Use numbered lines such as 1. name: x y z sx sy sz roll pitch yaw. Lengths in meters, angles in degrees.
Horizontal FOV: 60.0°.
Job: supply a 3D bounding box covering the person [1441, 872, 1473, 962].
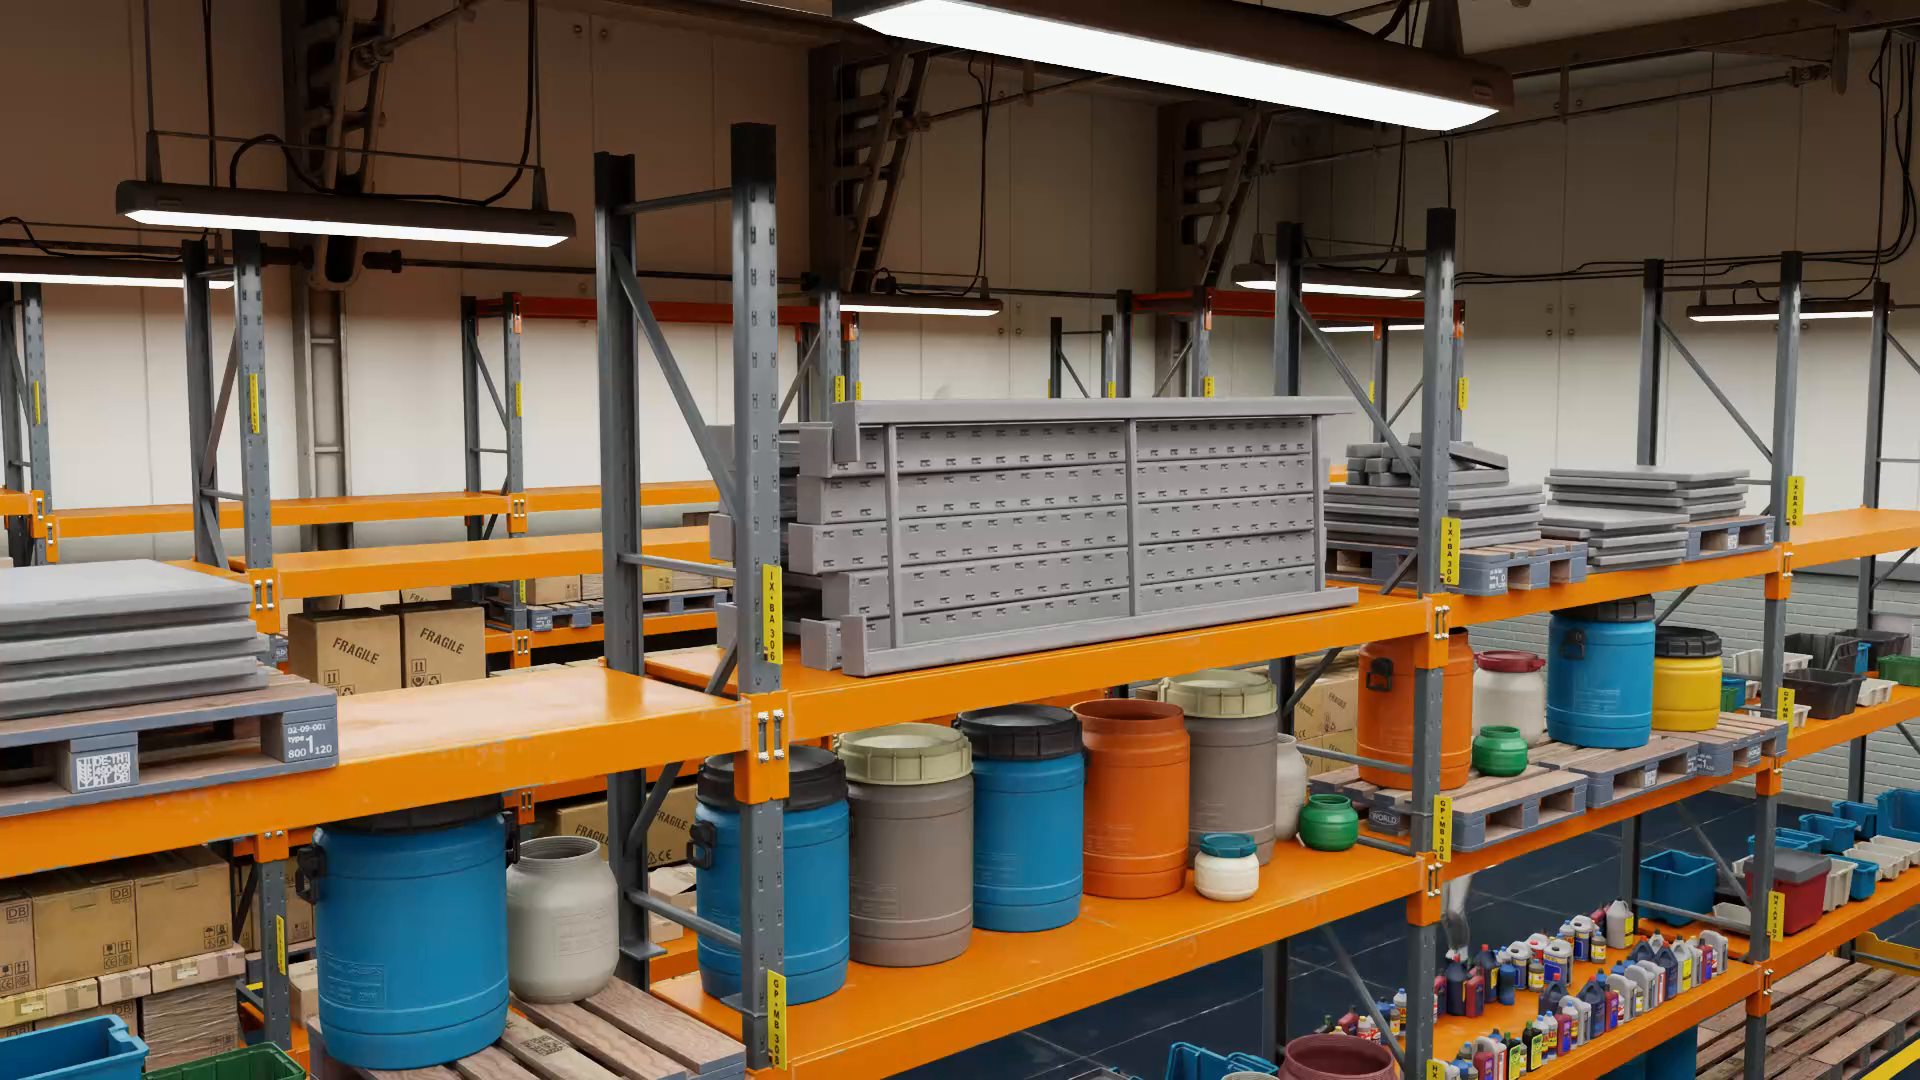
1. person: 4.362 2.949 14.707 0.549 1.649 0.604 4 7 37
